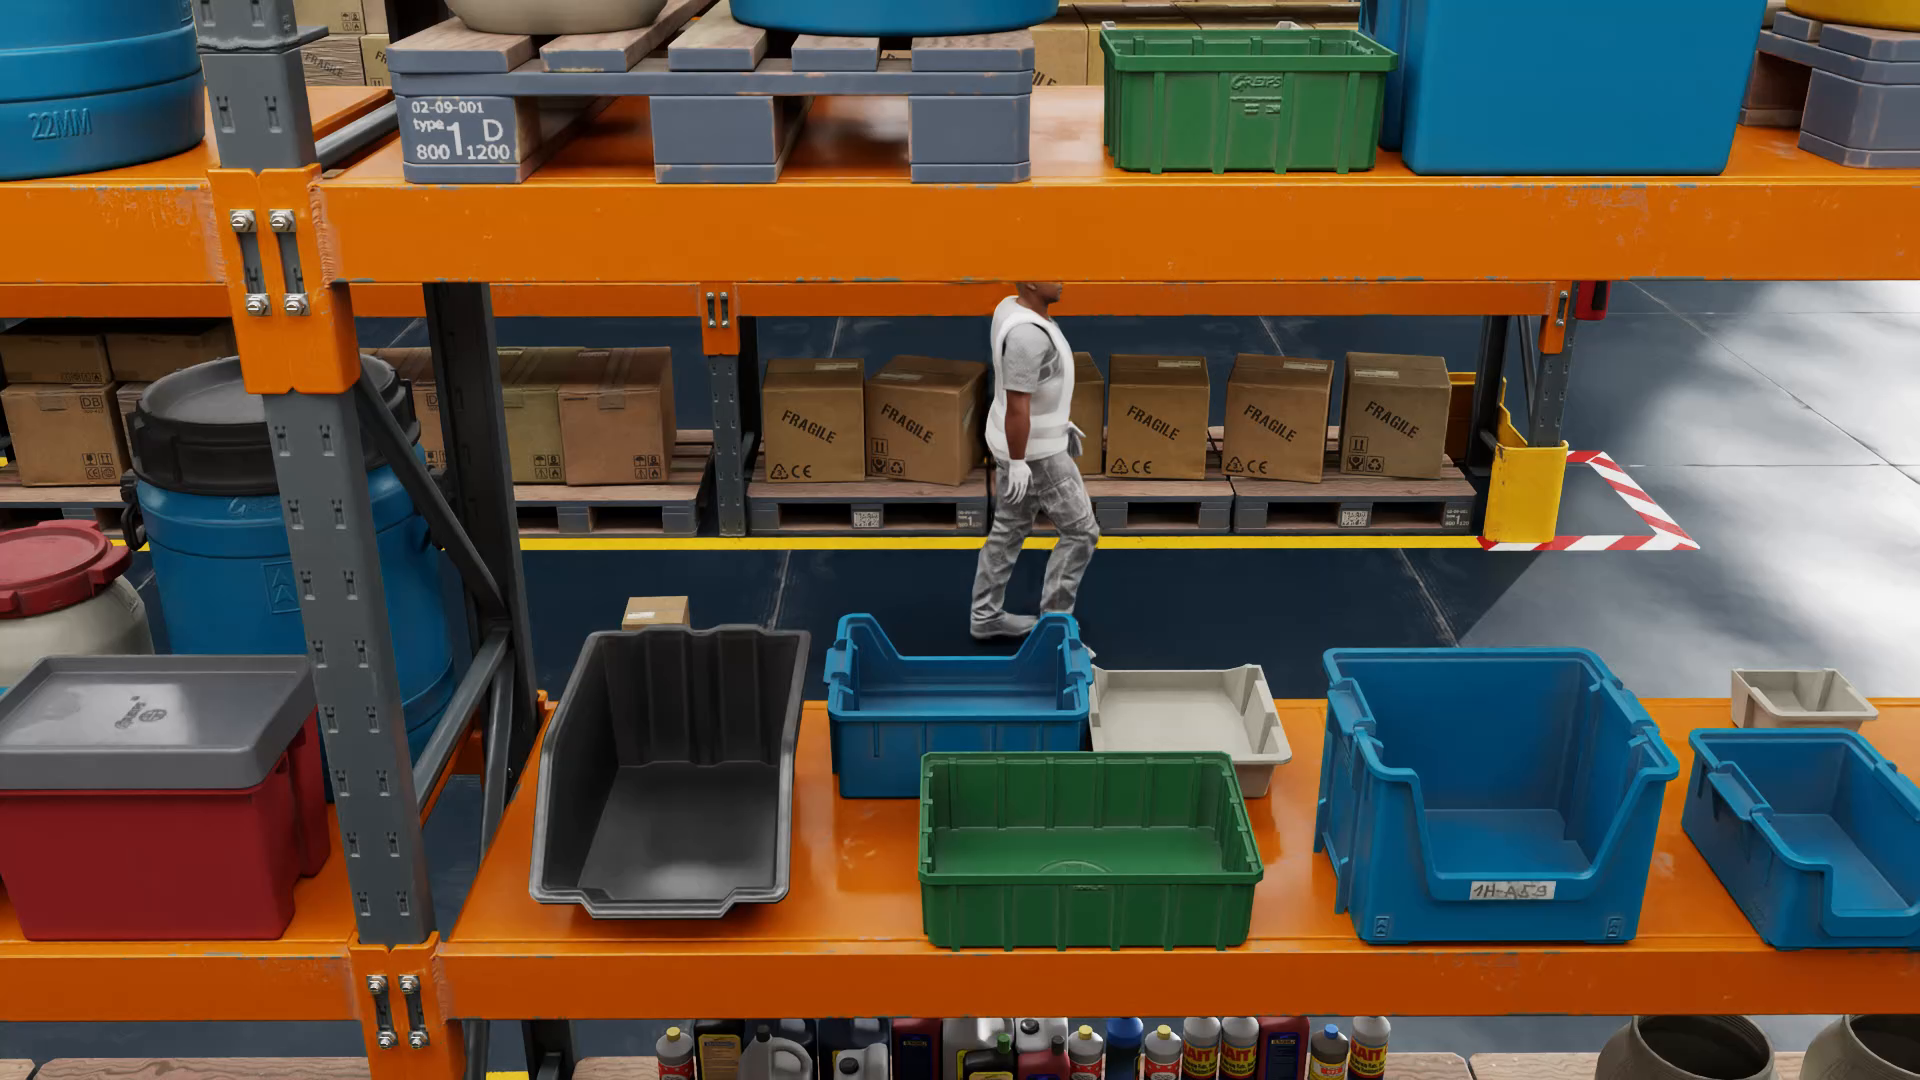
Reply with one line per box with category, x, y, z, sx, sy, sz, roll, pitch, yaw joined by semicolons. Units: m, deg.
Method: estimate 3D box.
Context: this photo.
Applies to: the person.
person;0.308;-0.360;6.905;0.526;1.842;0.564;-3;24;-6
